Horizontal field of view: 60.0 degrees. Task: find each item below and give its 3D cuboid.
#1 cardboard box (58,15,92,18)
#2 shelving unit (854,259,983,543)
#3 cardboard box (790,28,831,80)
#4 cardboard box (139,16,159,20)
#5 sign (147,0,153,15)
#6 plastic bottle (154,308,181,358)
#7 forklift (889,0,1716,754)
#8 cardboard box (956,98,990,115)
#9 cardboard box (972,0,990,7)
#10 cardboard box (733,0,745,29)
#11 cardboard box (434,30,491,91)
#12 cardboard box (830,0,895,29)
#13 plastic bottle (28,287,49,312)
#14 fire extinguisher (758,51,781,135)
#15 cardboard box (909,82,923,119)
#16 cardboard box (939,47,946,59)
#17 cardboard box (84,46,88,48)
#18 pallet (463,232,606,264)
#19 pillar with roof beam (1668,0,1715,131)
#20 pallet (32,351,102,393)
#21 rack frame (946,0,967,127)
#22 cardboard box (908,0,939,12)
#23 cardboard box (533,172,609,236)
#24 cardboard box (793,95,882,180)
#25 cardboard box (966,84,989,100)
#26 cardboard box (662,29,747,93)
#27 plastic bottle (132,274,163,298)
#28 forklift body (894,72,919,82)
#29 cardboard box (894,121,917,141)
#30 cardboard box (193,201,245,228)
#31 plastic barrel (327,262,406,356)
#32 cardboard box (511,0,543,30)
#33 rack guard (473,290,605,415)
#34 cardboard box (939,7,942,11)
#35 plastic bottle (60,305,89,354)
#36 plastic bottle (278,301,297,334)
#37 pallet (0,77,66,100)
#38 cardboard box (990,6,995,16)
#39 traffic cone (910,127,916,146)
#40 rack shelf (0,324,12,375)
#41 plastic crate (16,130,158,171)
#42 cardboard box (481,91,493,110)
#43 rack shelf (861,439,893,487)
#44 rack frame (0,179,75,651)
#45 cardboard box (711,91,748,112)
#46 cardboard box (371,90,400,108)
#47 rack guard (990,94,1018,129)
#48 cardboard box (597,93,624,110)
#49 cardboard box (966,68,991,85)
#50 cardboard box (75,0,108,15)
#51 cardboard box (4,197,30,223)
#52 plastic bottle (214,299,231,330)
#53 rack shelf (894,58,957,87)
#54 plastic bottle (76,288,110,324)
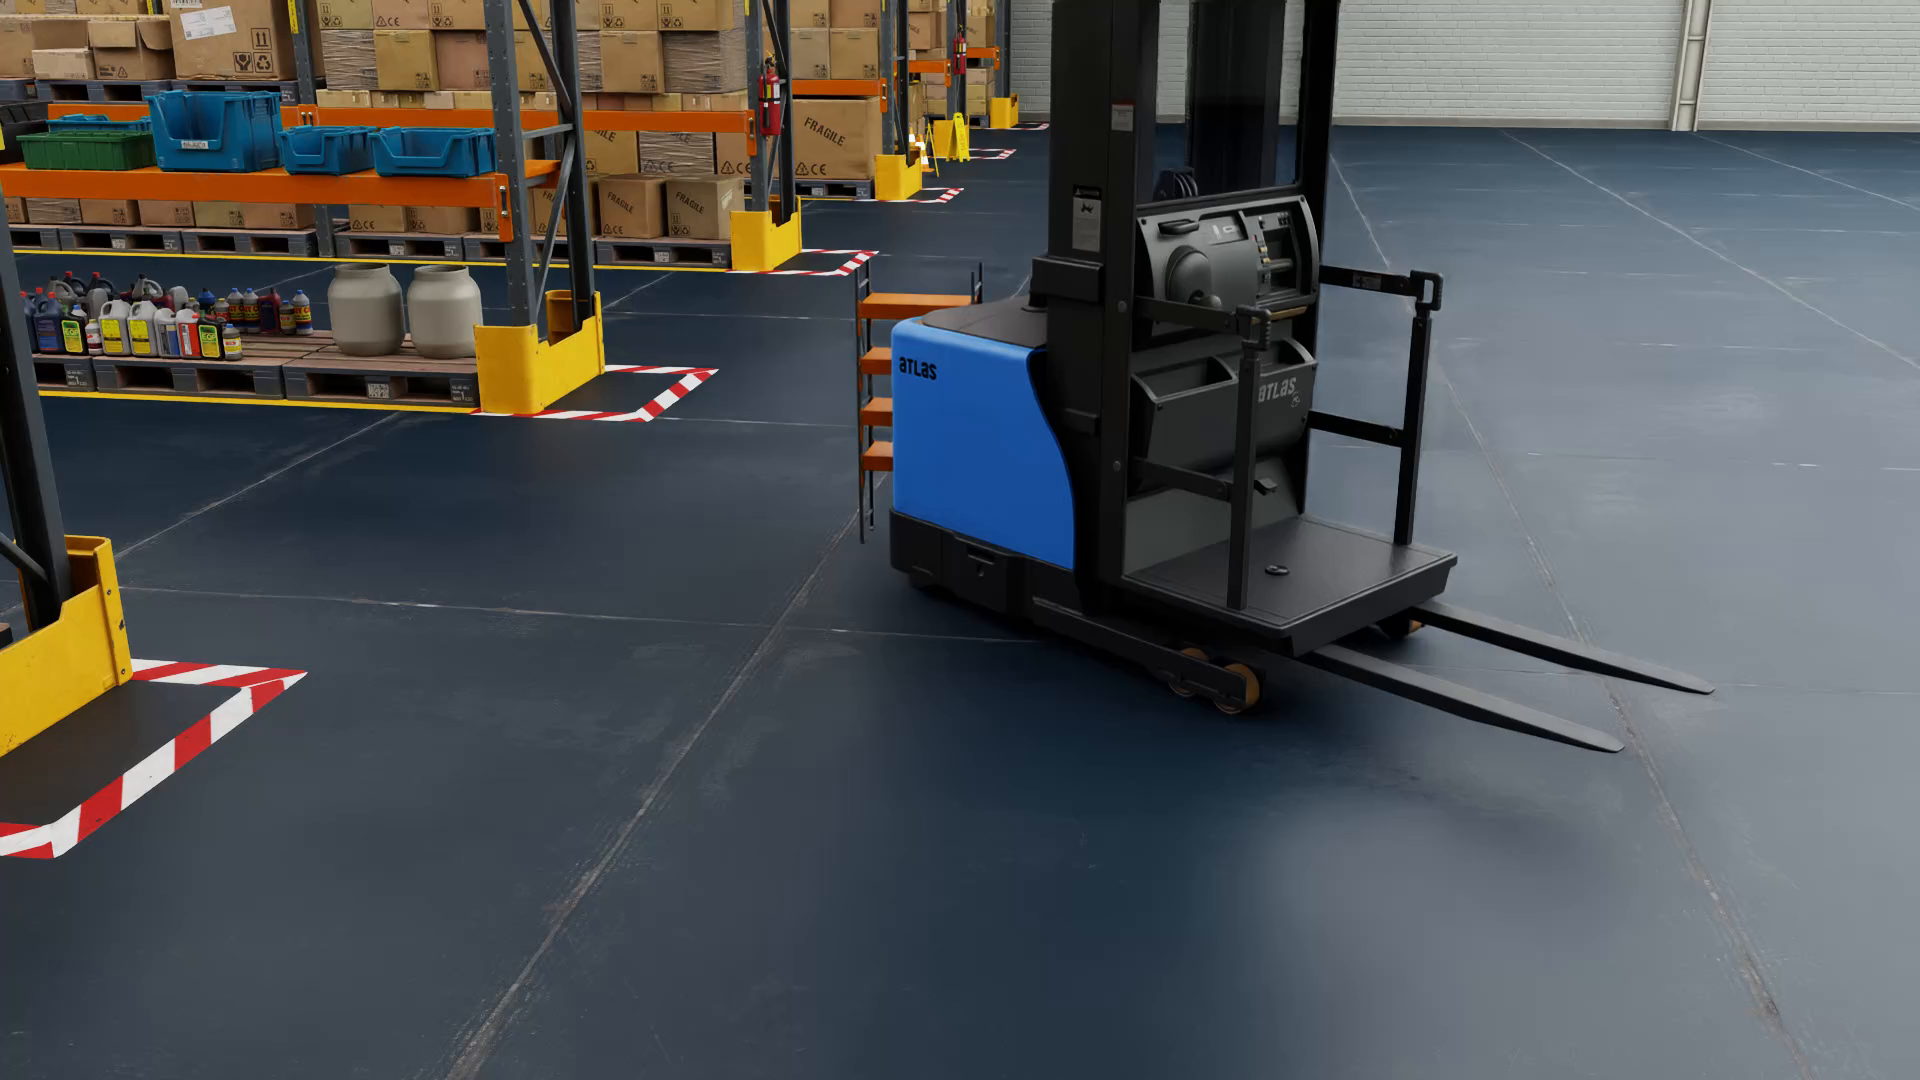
[{"bbox_3d":[-10.463,-6.145,19.738,0.250,0.149,0.380,4,19,11],"label":"cardboard box"},{"bbox_3d":[-0.170,-0.579,7.143,0.503,1.200,0.258,3,19,9],"label":"shelving unit"},{"bbox_3d":[-1.651,-5.530,18.866,0.550,0.550,0.875,3,19,9],"label":"cardboard box"},{"bbox_3d":[-9.434,-6.093,19.581,0.250,0.149,0.380,3,19,8],"label":"cardboard box"},{"bbox_3d":[-11.981,-7.867,24.600,0.005,0.325,0.100,3,19,9],"label":"sign"},{"bbox_3d":[-4.668,-1.233,9.860,0.135,0.276,0.152,2,19,7],"label":"plastic bottle"},{"bbox_3d":[1.091,-0.991,5.646,1.130,2.935,3.031,-17,25,-41],"label":"forklift"},{"bbox_3d":[0.224,-7.364,28.257,0.500,0.250,0.500,3,19,9],"label":"cardboard box"},{"bbox_3d":[0.351,-8.993,27.803,0.250,0.149,0.380,3,19,9],"label":"cardboard box"},{"bbox_3d":[-2.118,-4.660,14.302,0.500,0.500,0.500,3,19,9],"label":"cardboard box"},{"bbox_3d":[-4.135,-4.203,14.509,0.500,0.500,0.875,3,19,9],"label":"cardboard box"},{"bbox_3d":[-1.092,-6.047,18.711,0.550,0.550,0.875,3,19,9],"label":"cardboard box"},{"bbox_3d":[-5.599,-1.361,10.125,0.185,0.351,0.144,3,19,9],"label":"plastic bottle"},{"bbox_3d":[-1.578,-3.698,13.749,0.183,0.674,0.296,3,19,9],"label":"fire extinguisher"},{"bbox_3d":[-0.822,-6.368,24.098,0.500,0.500,0.500,2,19,7],"label":"cardboard box"},{"bbox_3d":[-0.349,-6.952,23.749,0.250,0.149,0.380,3,19,9],"label":"cardboard box"},{"bbox_3d":[-7.827,-4.423,15.345,0.258,0.266,0.396,2,19,7],"label":"cardboard box"},{"bbox_3d":[-3.691,-2.680,14.980,1.213,0.211,1.003,3,19,9],"label":"pallet"},{"bbox_3d":[11.358,-9.754,22.273,0.400,9.000,9.100,3,19,9],"label":"pillar with roof beam"},{"bbox_3d":[-5.696,-1.165,10.452,1.213,0.211,1.003,3,19,9],"label":"pallet"},{"bbox_3d":[-0.046,-6.989,23.464,0.127,3.000,1.000,3,19,9],"label":"rack frame"},{"bbox_3d":[-0.585,-7.609,23.115,0.500,0.500,0.700,2,19,7],"label":"cardboard box"},{"bbox_3d":[-3.443,-2.992,14.795,0.500,0.500,0.500,5,19,14],"label":"cardboard box"},{"bbox_3d":[-1.411,-4.638,19.125,0.875,0.875,0.875,3,19,9],"label":"cardboard box"},{"bbox_3d":[0.207,-7.603,28.183,0.500,0.250,0.500,3,19,8],"label":"cardboard box"},{"bbox_3d":[-2.157,-4.109,14.231,0.500,0.500,0.875,3,19,9],"label":"cardboard box"},{"bbox_3d":[-5.163,-1.519,10.596,0.185,0.351,0.144,3,19,8],"label":"plastic bottle"},{"bbox_3d":[-1.424,-7.666,26.824,1.214,2.155,2.313,3,19,9],"label":"forklift body"},{"bbox_3d":[-0.911,-5.842,23.707,0.500,0.250,0.500,3,19,8],"label":"cardboard box"},{"bbox_3d":[-6.638,-3.177,15.316,0.500,0.500,0.700,3,19,8],"label":"cardboard box"},{"bbox_3d":[-3.560,-1.387,9.979,0.421,0.512,0.421,0,18,0],"label":"plastic barrel"},{"bbox_3d":[-3.680,-4.574,14.045,0.500,0.500,0.500,3,19,9],"label":"cardboard box"},{"bbox_3d":[-2.486,-1.137,9.912,0.348,0.500,1.175,3,19,9],"label":"rack guard"},{"bbox_3d":[-0.396,-8.881,27.938,0.250,0.149,0.380,3,19,8],"label":"cardboard box"},{"bbox_3d":[-5.279,-1.253,9.909,0.133,0.283,0.061,4,19,11],"label":"plastic bottle"},{"bbox_3d":[-4.246,-1.409,10.502,0.097,0.201,0.097,0,18,0],"label":"plastic bottle"},{"bbox_3d":[-8.796,-4.194,15.412,1.003,0.211,1.213,3,19,9],"label":"pallet"},{"bbox_3d":[0.444,-8.998,28.288,0.250,0.149,0.380,2,19,7],"label":"cardboard box"},{"bbox_3d":[-0.675,-5.404,22.724,0.334,0.463,0.336,3,19,9],"label":"traffic cone"},{"bbox_3d":[-5.168,-0.541,5.326,4.000,0.370,1.077,3,19,9],"label":"rack shelf"},{"bbox_3d":[-5.057,-2.277,9.715,0.662,0.188,0.450,3,19,9],"label":"plastic crate"},{"bbox_3d":[-3.920,-3.790,14.300,0.250,0.149,0.380,3,19,9],"label":"cardboard box"},{"bbox_3d":[-0.170,-0.327,7.228,0.480,0.148,0.258,3,19,9],"label":"rack shelf"},{"bbox_3d":[-3.193,-0.781,4.911,0.127,3.000,1.000,3,19,9],"label":"rack frame"},{"bbox_3d":[-1.932,-3.715,14.075,0.250,0.149,0.380,3,19,9],"label":"cardboard box"},{"bbox_3d":[-4.907,-3.841,14.452,0.250,0.149,0.380,3,19,9],"label":"cardboard box"},{"bbox_3d":[0.761,-7.358,28.506,0.348,0.500,1.175,3,19,9],"label":"rack guard"},{"bbox_3d":[-2.918,-3.767,14.231,0.250,0.149,0.380,3,19,9],"label":"cardboard box"},{"bbox_3d":[0.233,-7.839,28.101,0.500,0.250,0.500,4,19,10],"label":"cardboard box"},{"bbox_3d":[-12.904,-8.080,24.991,0.500,0.500,0.500,3,19,8],"label":"cardboard box"},{"bbox_3d":[-8.852,-3.283,15.634,0.500,0.500,0.700,2,19,6],"label":"cardboard box"},{"bbox_3d":[-4.679,-1.431,10.568,0.097,0.201,0.097,0,18,0],"label":"plastic bottle"},{"bbox_3d":[-2.021,-6.749,23.879,4.000,0.370,1.077,3,19,9],"label":"rack shelf"},{"bbox_3d":[-5.481,-1.452,10.514,0.135,0.276,0.152,3,19,9],"label":"plastic bottle"}]
